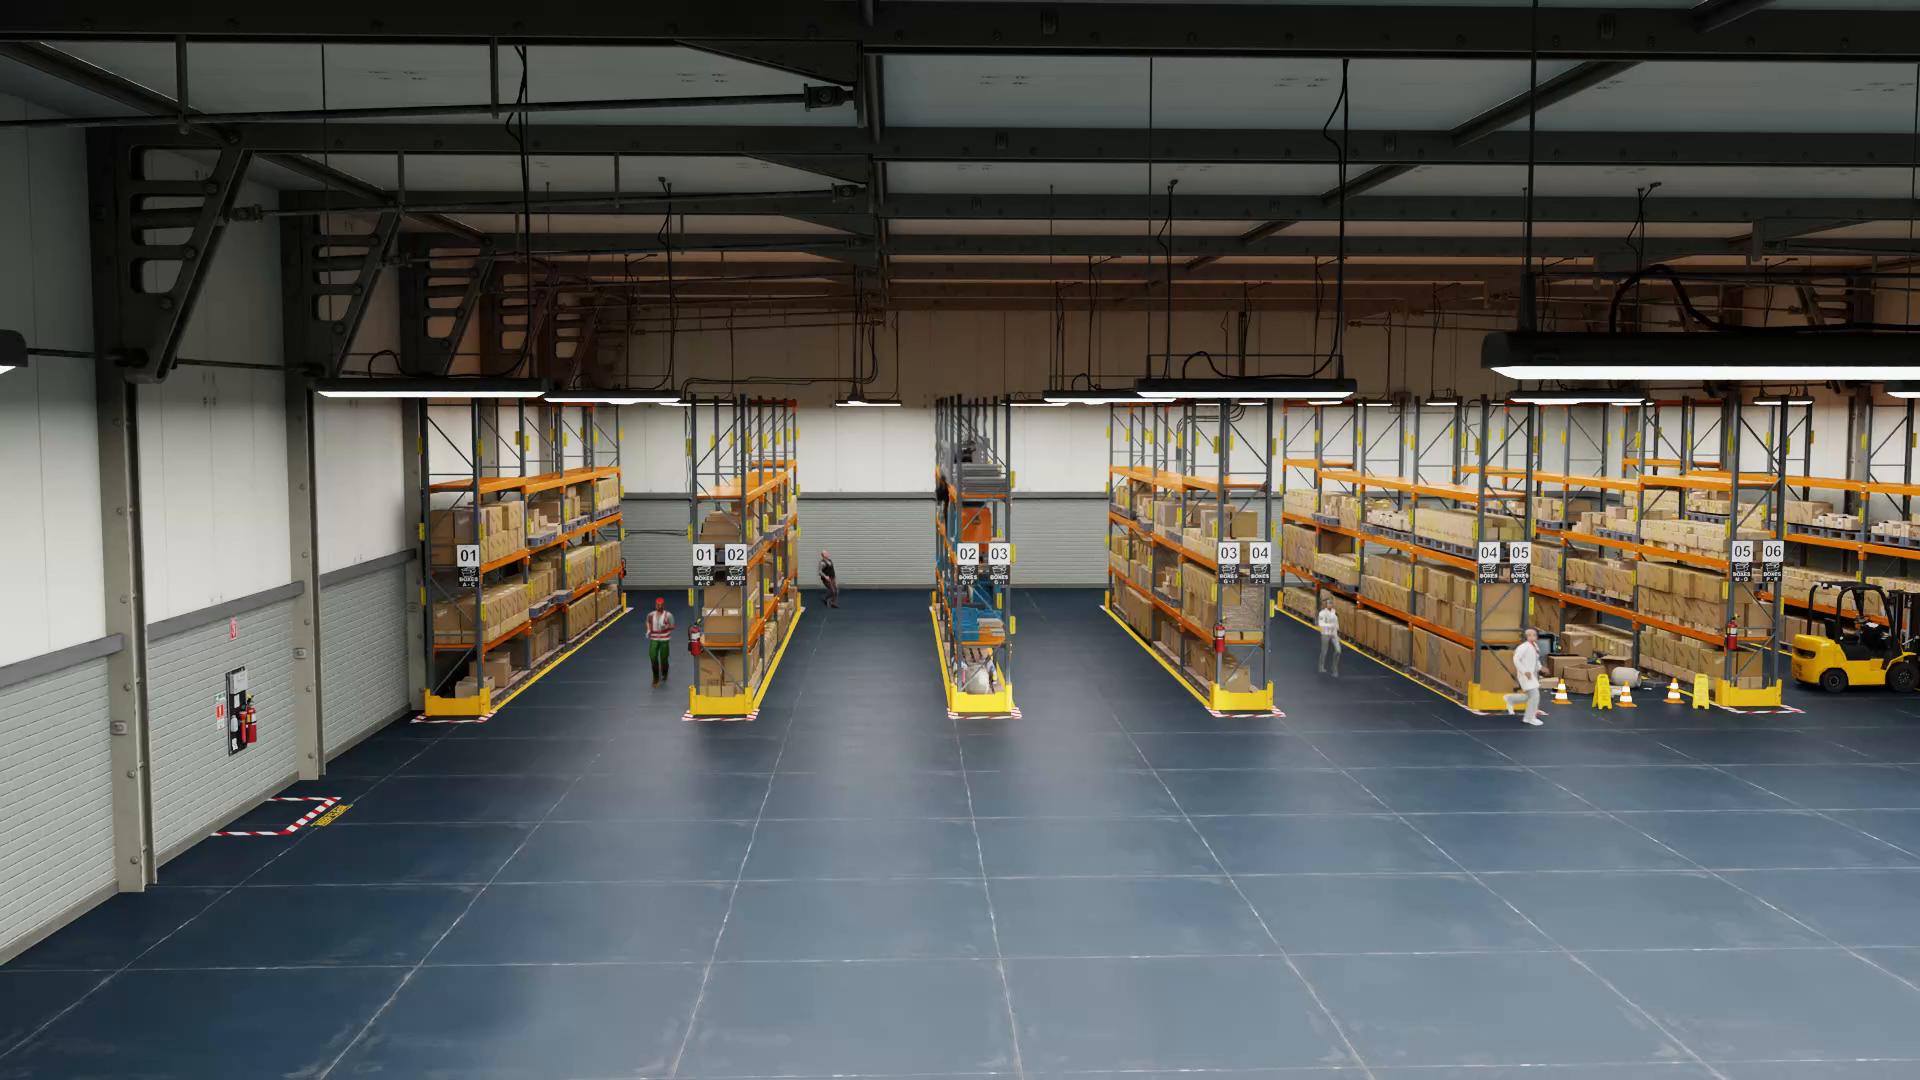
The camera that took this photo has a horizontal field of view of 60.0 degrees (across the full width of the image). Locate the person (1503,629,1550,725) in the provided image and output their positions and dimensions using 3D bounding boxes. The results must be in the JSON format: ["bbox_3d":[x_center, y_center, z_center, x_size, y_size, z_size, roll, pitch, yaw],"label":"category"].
[{"bbox_3d":[10.280,2.477,30.356,0.795,1.735,0.695,4,6,40],"label":"person"}]

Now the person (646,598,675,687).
[{"bbox_3d":[-6.224,2.117,34.475,0.631,1.844,0.735,0,4,-2],"label":"person"}]

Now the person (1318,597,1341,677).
[{"bbox_3d":[7.937,2.069,35.700,0.572,1.727,0.714,-1,5,-13],"label":"person"}]

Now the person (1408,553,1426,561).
[{"bbox_3d":[13.787,0.893,50.459,0.957,1.667,0.559,-2,5,-20],"label":"person"}]

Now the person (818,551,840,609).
[{"bbox_3d":[-3.781,1.145,47.766,0.585,1.683,0.714,3,5,30],"label":"person"}]
